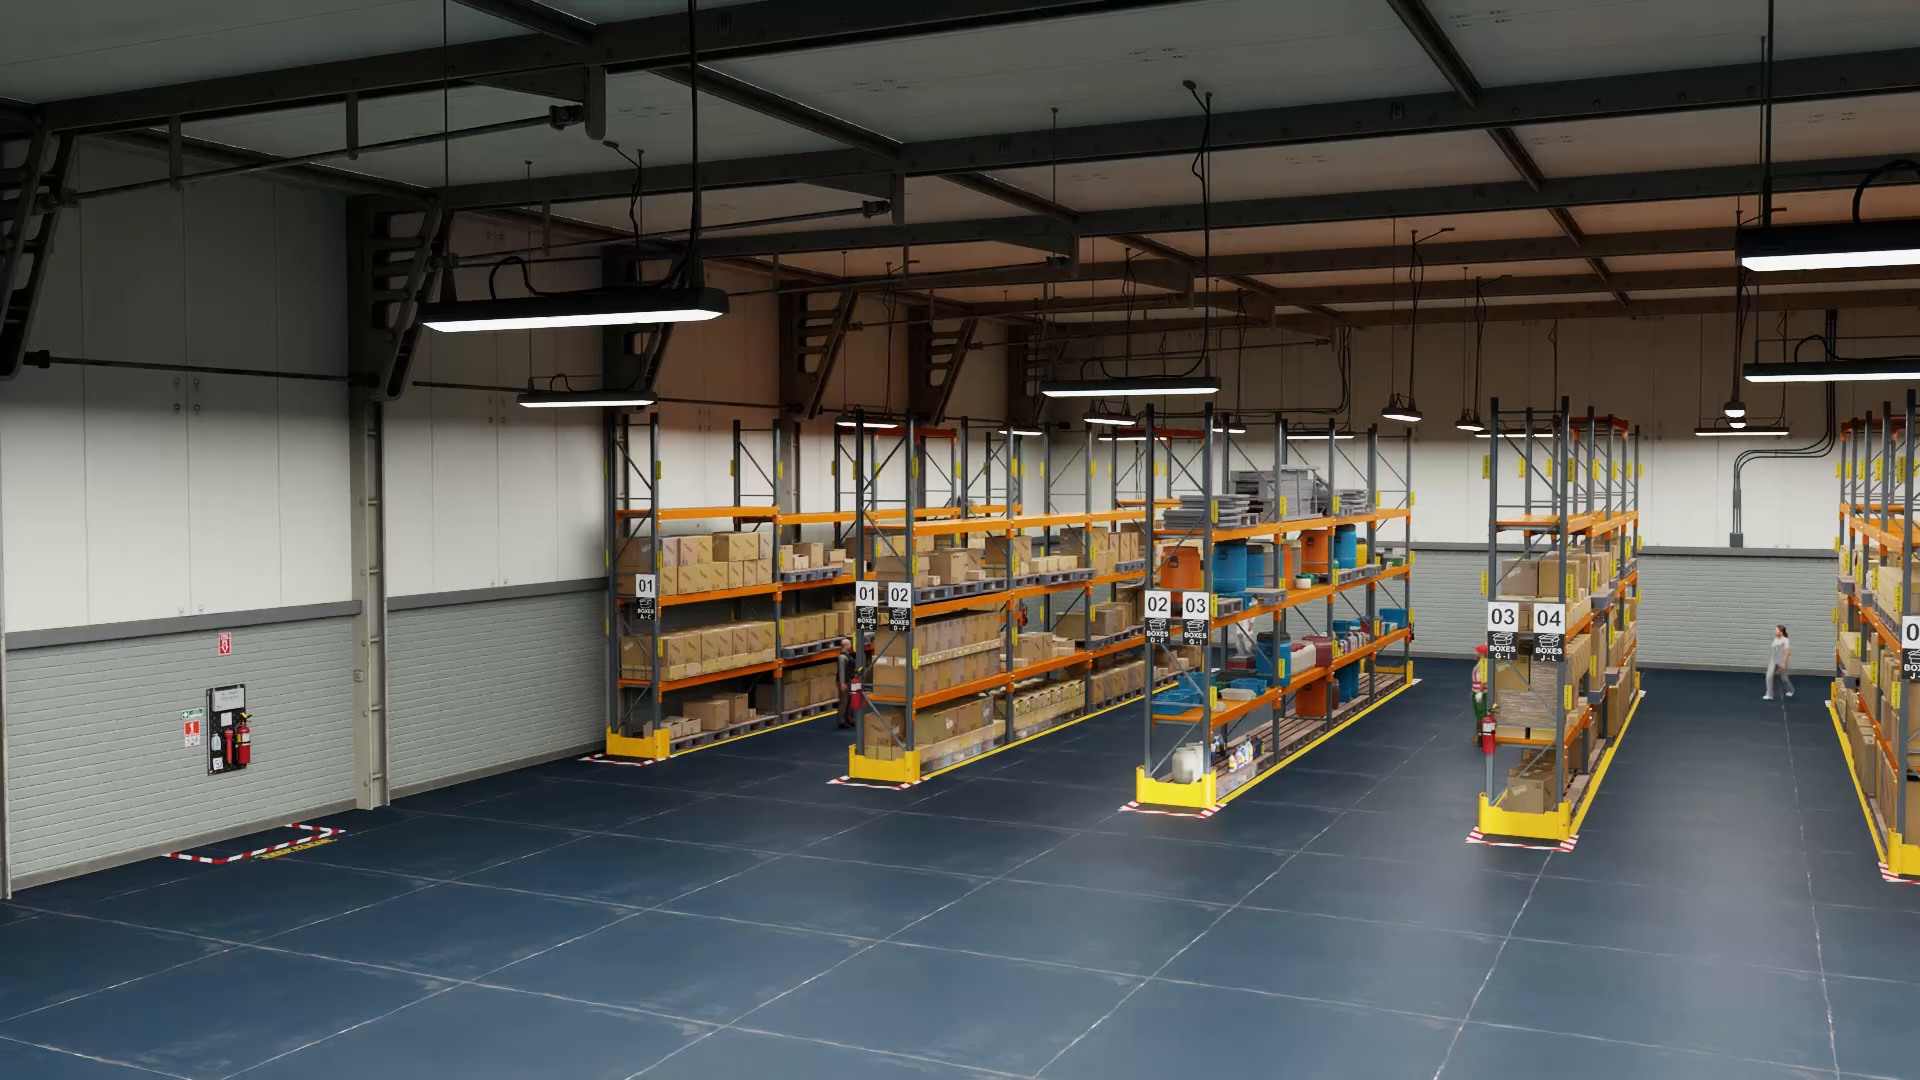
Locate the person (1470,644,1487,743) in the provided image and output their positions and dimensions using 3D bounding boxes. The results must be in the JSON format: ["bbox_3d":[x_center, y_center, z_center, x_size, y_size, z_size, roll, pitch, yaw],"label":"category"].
[{"bbox_3d":[9.580,2.817,30.615,0.433,1.796,0.548,0,2,0],"label":"person"}]

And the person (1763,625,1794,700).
[{"bbox_3d":[17.834,2.658,36.155,0.916,1.627,0.469,-2,3,-42],"label":"person"}]

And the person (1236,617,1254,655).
[{"bbox_3d":[7.072,2.368,41.384,0.477,1.787,0.627,-2,3,-38],"label":"person"}]

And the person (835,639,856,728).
[{"bbox_3d":[-2.177,2.801,32.280,0.461,1.753,0.587,0,2,11],"label":"person"}]
